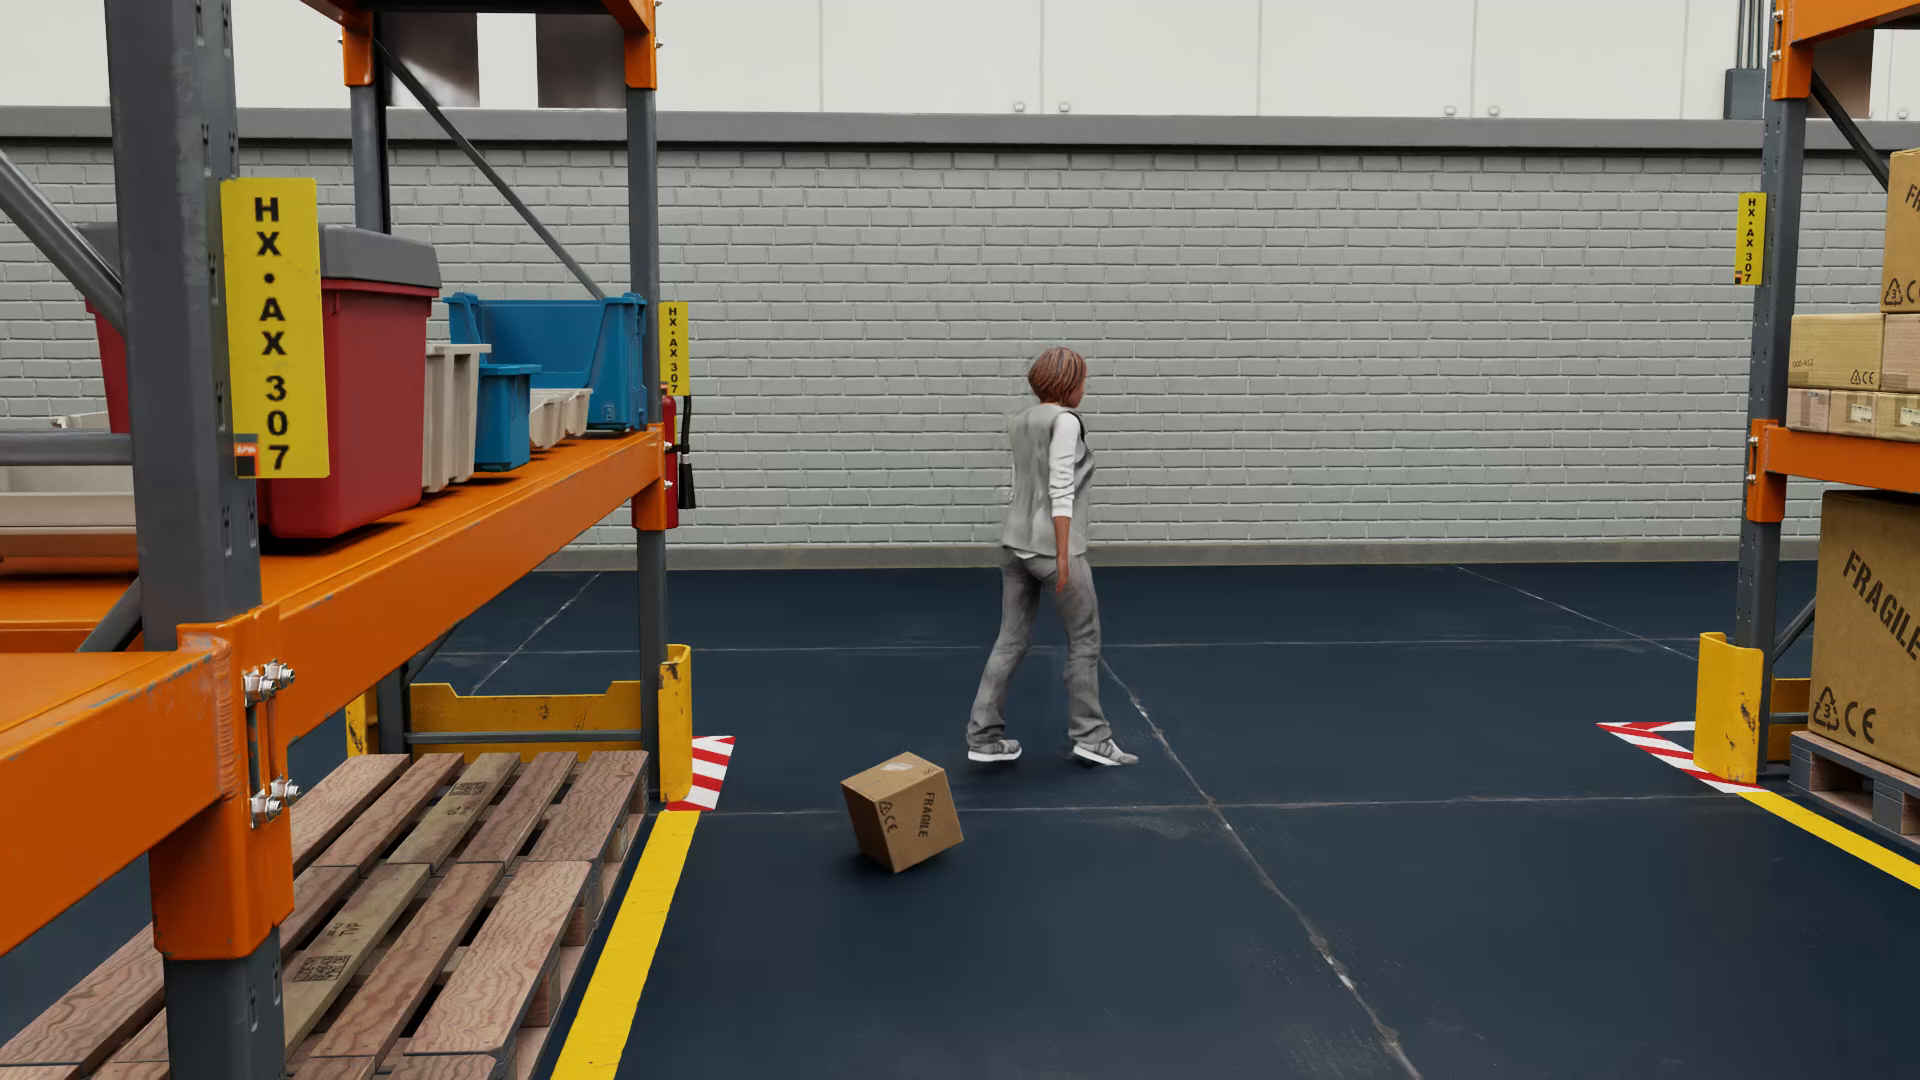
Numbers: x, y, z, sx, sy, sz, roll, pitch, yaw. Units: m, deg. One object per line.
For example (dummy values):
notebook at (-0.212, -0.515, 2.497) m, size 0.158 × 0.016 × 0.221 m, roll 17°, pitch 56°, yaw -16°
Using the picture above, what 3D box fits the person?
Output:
person at (0.305, 0.082, 6.290) m, size 0.657 × 1.612 × 0.457 m, roll -5°, pitch 9°, yaw -34°
